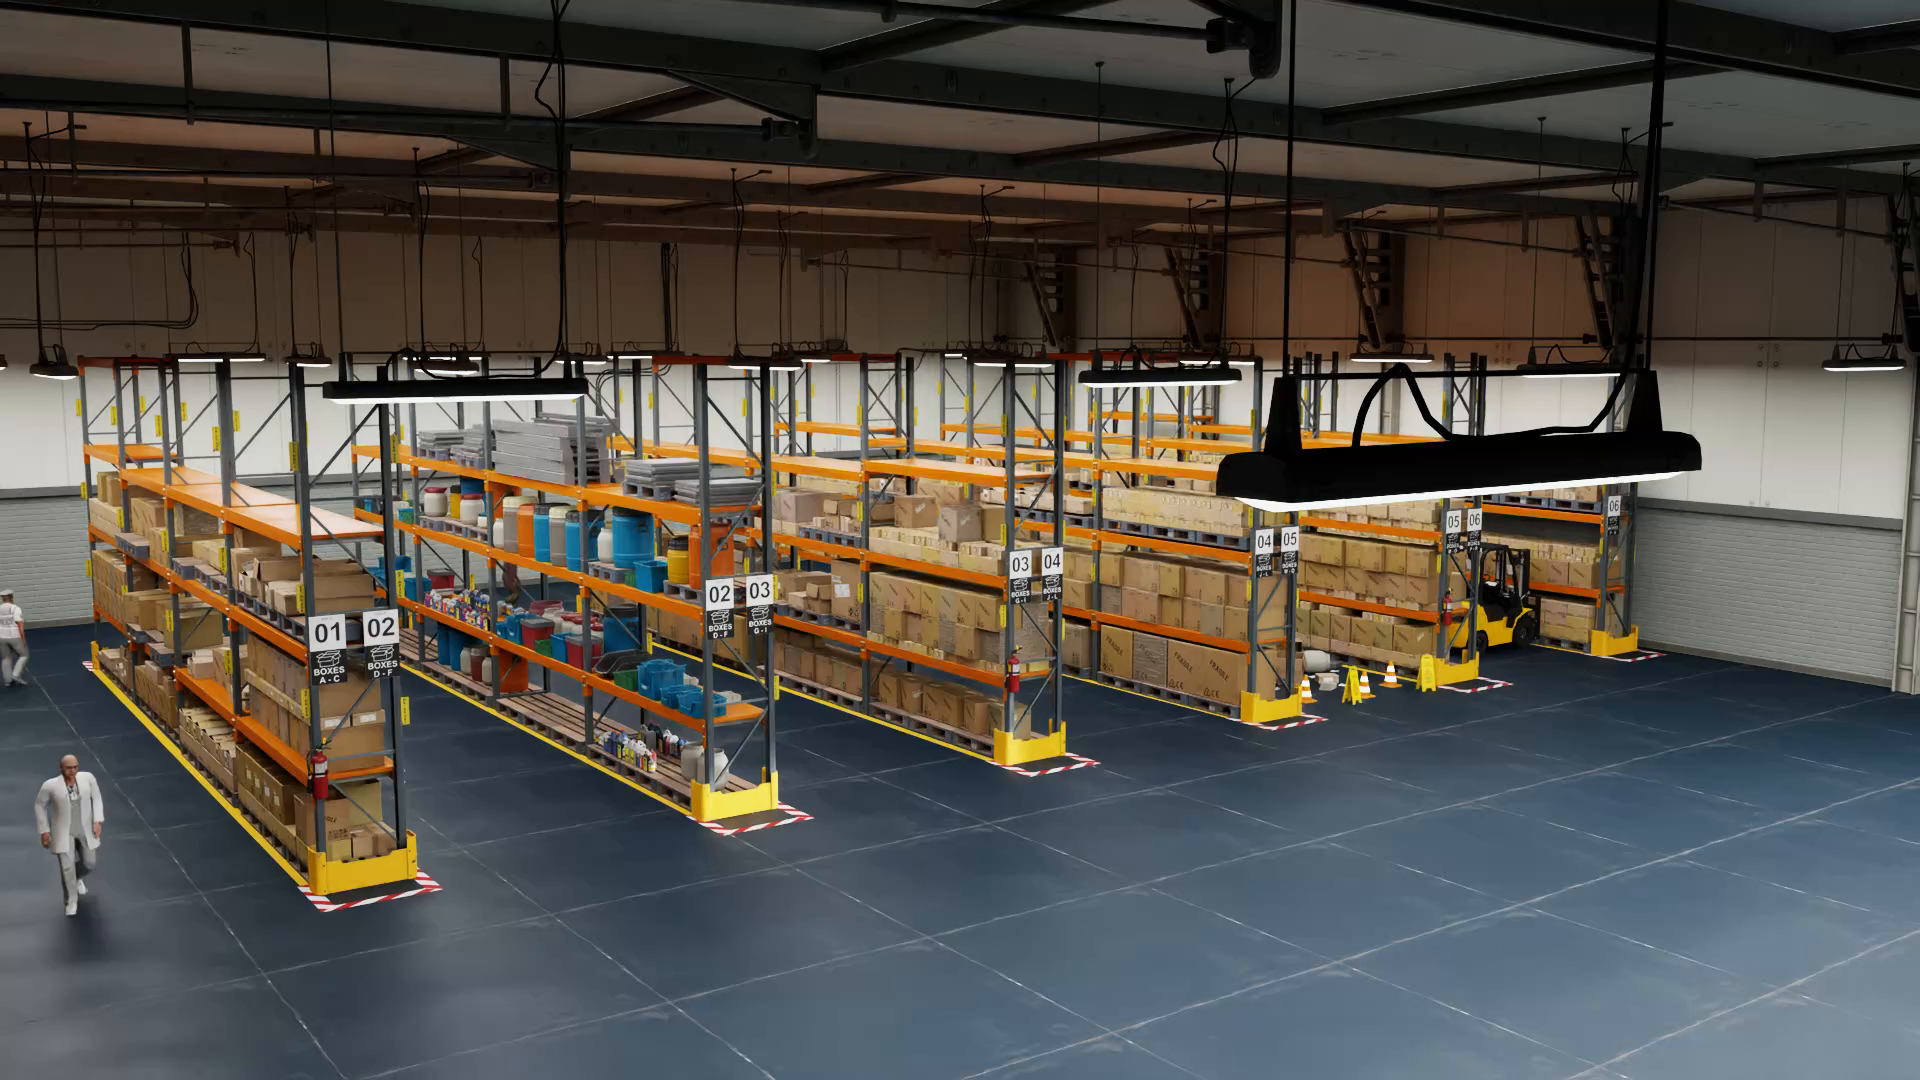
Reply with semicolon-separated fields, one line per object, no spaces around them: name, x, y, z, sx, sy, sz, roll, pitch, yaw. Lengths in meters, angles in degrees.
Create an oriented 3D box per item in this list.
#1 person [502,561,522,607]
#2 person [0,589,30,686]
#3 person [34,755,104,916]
person;-10.232;0.867;37.650;0.669;1.771;0.618;-4;8;-32
person;-17.302;1.794;30.285;0.588;1.761;0.514;0;7;3
person;-9.929;3.284;18.538;0.667;1.653;0.752;-7;9;-43
